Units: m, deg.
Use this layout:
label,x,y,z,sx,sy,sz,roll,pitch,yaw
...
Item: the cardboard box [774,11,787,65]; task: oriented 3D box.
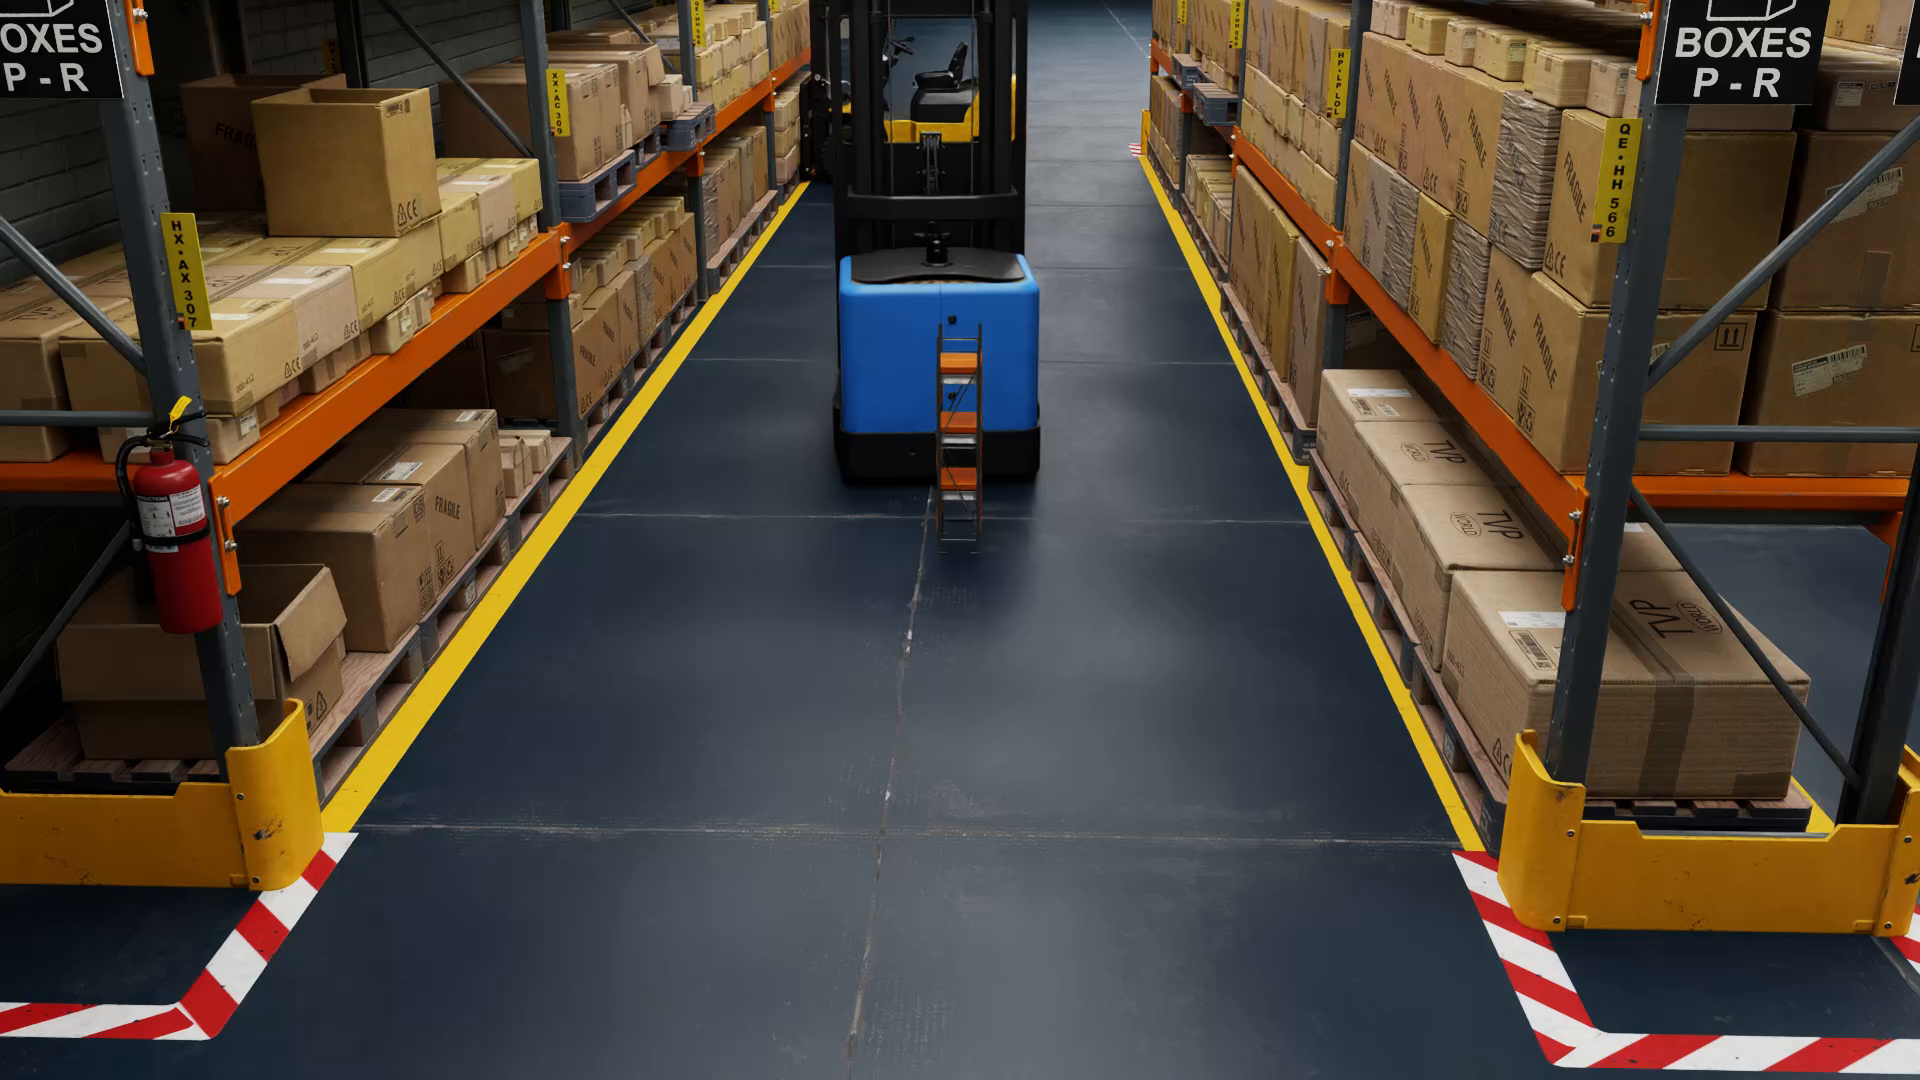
label,x,y,z,sx,sy,sz,roll,pitch,yaw
cardboard box,-2.041,-5.072,16.817,0.500,0.500,0.500,1,21,3

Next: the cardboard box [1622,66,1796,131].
label,x,y,z,sx,sy,sz,roll,pitch,yaw
cardboard box,2.093,-1.235,4.647,0.380,0.149,0.250,1,21,2

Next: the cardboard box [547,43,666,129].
label,x,y,z,sx,sy,sz,roll,pitch,yaw
cardboard box,-2.301,-2.885,10.595,0.797,0.503,0.637,0,21,0

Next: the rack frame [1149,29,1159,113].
label,x,y,z,sx,sy,sz,roll,pitch,yaw
rack frame,2.769,-6.073,19.533,1.000,3.000,0.127,1,21,2

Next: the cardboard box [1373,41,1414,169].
label,x,y,z,sx,sy,sz,roll,pitch,yaw
cardboard box,2.125,-1.895,7.245,0.500,0.500,0.500,0,21,1

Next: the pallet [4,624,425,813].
label,x,y,z,sx,sy,sz,roll,pitch,yaw
pallet,-2.654,0.643,6.079,1.003,0.211,1.213,1,21,2

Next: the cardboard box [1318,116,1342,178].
label,x,y,z,sx,sy,sz,roll,pitch,yaw
cardboard box,2.174,-2.059,8.705,0.500,0.250,0.500,1,21,2

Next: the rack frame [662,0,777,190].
label,x,y,z,sx,sy,sz,roll,pitch,yaw
rack frame,-2.315,-4.680,15.943,1.000,3.000,0.127,1,21,2

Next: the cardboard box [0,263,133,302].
label,x,y,z,sx,sy,sz,roll,pitch,yaw
cardboard box,-2.914,-0.765,5.651,0.500,0.250,0.500,1,21,2

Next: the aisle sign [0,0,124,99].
label,x,y,z,sx,sy,sz,roll,pitch,yaw
aisle sign,-2.388,-1.525,4.219,0.394,0.787,0.004,1,21,2

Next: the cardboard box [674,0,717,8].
label,x,y,z,sx,sy,sz,roll,pitch,yaw
cardboard box,-2.562,-5.148,16.115,0.380,0.149,0.250,1,21,1

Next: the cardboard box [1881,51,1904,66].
label,x,y,z,sx,sy,sz,roll,pitch,yaw
cardboard box,7.221,-3.375,12.442,0.500,0.500,0.500,1,21,2

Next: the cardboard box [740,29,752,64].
label,x,y,z,sx,sy,sz,roll,pitch,yaw
cardboard box,-2.104,-4.292,14.459,0.500,0.250,0.500,1,21,3

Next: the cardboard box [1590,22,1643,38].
label,x,y,z,sx,sy,sz,roll,pitch,yaw
cardboard box,2.618,-1.884,6.320,0.380,0.149,0.250,1,21,2

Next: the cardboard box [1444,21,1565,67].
label,x,y,z,sx,sy,sz,roll,pitch,yaw
cardboard box,2.069,-1.887,6.329,0.380,0.149,0.250,1,21,2

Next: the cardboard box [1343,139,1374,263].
label,x,y,z,sx,sy,sz,roll,pitch,yaw
cardboard box,2.128,-1.614,7.903,0.500,0.500,0.500,1,21,3

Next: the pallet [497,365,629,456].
label,x,y,z,sx,sy,sz,roll,pitch,yaw
pallet,-2.571,-0.782,9.752,1.003,0.211,1.213,1,21,2

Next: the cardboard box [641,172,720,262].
label,x,y,z,sx,sy,sz,roll,pitch,yaw
cardboard box,-2.404,-2.548,13.150,0.875,0.625,0.625,1,21,3

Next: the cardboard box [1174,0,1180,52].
label,x,y,z,sx,sy,sz,roll,pitch,yaw
cardboard box,2.421,-5.161,16.635,0.500,0.500,0.500,1,21,3

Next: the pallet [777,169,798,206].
label,x,y,z,sx,sy,sz,roll,pitch,yaw
pallet,-2.249,-3.667,17.187,1.003,0.211,1.213,1,21,2

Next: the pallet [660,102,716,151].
label,x,y,z,sx,sy,sz,roll,pitch,yaw
pallet,-2.387,-2.898,11.617,1.213,0.211,1.003,1,21,2

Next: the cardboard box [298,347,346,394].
label,x,y,z,sx,sy,sz,roll,pitch,yaw
cardboard box,-2.392,-0.618,5.823,0.380,0.149,0.250,1,21,3

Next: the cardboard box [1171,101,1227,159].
label,x,y,z,sx,sy,sz,roll,pitch,yaw
cardboard box,2.397,-4.107,16.651,0.500,0.500,0.500,0,21,1

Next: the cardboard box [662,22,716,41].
label,x,y,z,sx,sy,sz,roll,pitch,yaw
cardboard box,-2.170,-4.070,13.337,0.380,0.149,0.250,1,21,2

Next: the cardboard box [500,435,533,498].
label,x,y,z,sx,sy,sz,roll,pitch,yaw
cardboard box,-2.292,-0.375,8.047,0.396,0.266,0.258,1,21,4

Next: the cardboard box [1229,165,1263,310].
label,x,y,z,sx,sy,sz,roll,pitch,yaw
cardboard box,2.421,-2.137,11.746,0.875,0.875,0.875,0,21,1

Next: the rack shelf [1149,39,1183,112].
label,x,y,z,sx,sy,sz,roll,pitch,yaw
rack shelf,2.708,-5.014,17.800,1.077,0.370,4.000,1,21,2

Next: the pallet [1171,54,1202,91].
label,x,y,z,sx,sy,sz,roll,pitch,yaw
pallet,2.478,-4.262,15.132,1.003,0.211,1.213,1,21,2

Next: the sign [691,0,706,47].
label,x,y,z,sx,sy,sz,roll,pitch,yaw
sign,-1.894,-3.734,12.014,0.100,0.325,0.005,1,21,2

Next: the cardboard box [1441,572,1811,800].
label,x,y,z,sx,sy,sz,roll,pitch,yaw
cardboard box,2.202,0.471,5.629,0.875,0.438,0.875,0,21,0

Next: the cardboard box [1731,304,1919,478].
label,x,y,z,sx,sy,sz,roll,pitch,yaw
cardboard box,2.583,-0.505,5.045,0.500,0.500,0.500,0,21,1

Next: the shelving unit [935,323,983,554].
label,x,y,z,sx,sy,sz,roll,pitch,yaw
shelving unit,-0.002,-0.470,7.789,0.215,1.050,0.252,1,21,2

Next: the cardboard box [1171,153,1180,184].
label,x,y,z,sx,sy,sz,roll,pitch,yaw
cardboard box,2.396,-3.757,16.786,0.500,0.250,0.500,2,21,4

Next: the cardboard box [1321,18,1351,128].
label,x,y,z,sx,sy,sz,roll,pitch,yaw
cardboard box,2.166,-2.411,8.576,0.500,0.500,0.500,1,21,3

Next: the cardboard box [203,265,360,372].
label,x,y,z,sx,sy,sz,roll,pitch,yaw
cardboard box,-2.381,-0.753,5.619,0.500,0.250,0.500,1,21,2

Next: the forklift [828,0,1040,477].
label,x,y,z,sx,sy,sz,roll,pitch,yaw
forklift,-0.190,-2.181,9.598,1.130,2.935,3.031,-1,21,-3

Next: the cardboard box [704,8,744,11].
label,x,y,z,sx,sy,sz,roll,pitch,yaw
cardboard box,-2.153,-4.721,15.016,0.380,0.149,0.250,1,21,2

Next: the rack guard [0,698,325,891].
label,x,y,z,sx,sy,sz,roll,pitch,yaw
rack guard,-2.677,0.797,5.284,1.175,0.500,0.348,1,21,2

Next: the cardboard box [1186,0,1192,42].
label,x,y,z,sx,sy,sz,roll,pitch,yaw
cardboard box,2.346,-4.841,15.229,0.500,0.500,0.500,1,21,3

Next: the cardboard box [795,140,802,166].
label,x,y,z,sx,sy,sz,roll,pitch,yaw
cardboard box,-1.969,-4.135,17.759,0.500,0.250,0.500,1,21,3

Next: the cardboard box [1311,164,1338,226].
label,x,y,z,sx,sy,sz,roll,pitch,yaw
cardboard box,2.165,-1.829,8.803,0.500,0.250,0.500,0,21,0

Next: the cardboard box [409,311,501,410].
label,x,y,z,sx,sy,sz,roll,pitch,yaw
cardboard box,-2.839,-0.998,9.330,0.500,0.500,0.500,1,21,1

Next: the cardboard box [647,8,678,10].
label,x,y,z,sx,sy,sz,roll,pitch,yaw
cardboard box,-2.609,-4.717,15.005,0.380,0.149,0.250,1,21,1

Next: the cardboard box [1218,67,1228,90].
label,x,y,z,sx,sy,sz,roll,pitch,yaw
cardboard box,2.199,-3.569,12.848,0.380,0.149,0.250,0,21,1

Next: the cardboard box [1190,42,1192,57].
label,x,y,z,sx,sy,sz,roll,pitch,yaw
cardboard box,2.314,-4.509,15.269,0.380,0.149,0.250,1,21,2

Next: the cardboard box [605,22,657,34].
label,x,y,z,sx,sy,sz,roll,pitch,yaw
cardboard box,-2.640,-4.074,13.348,0.380,0.149,0.250,1,21,1

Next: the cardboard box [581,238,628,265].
label,x,y,z,sx,sy,sz,roll,pitch,yaw
cardboard box,-2.325,-1.818,10.545,0.380,0.149,0.250,1,21,2

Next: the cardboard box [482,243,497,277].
label,x,y,z,sx,sy,sz,roll,pitch,yaw
cardboard box,-2.320,-1.269,7.500,0.380,0.149,0.250,1,21,3

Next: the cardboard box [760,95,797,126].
label,x,y,z,sx,sy,sz,roll,pitch,yaw
cardboard box,-1.961,-4.416,17.102,0.500,0.250,0.500,1,21,2

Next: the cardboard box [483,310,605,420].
label,x,y,z,sx,sy,sz,roll,pitch,yaw
cardboard box,-2.318,-0.990,9.309,0.500,0.500,0.500,2,21,4

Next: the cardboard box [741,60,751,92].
label,x,y,z,sx,sy,sz,roll,pitch,yaw
cardboard box,-2.124,-4.064,14.563,0.500,0.250,0.500,1,21,2

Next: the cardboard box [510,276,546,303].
label,x,y,z,sx,sy,sz,roll,pitch,yaw
cardboard box,-2.342,-1.386,9.022,0.380,0.149,0.250,0,21,1
